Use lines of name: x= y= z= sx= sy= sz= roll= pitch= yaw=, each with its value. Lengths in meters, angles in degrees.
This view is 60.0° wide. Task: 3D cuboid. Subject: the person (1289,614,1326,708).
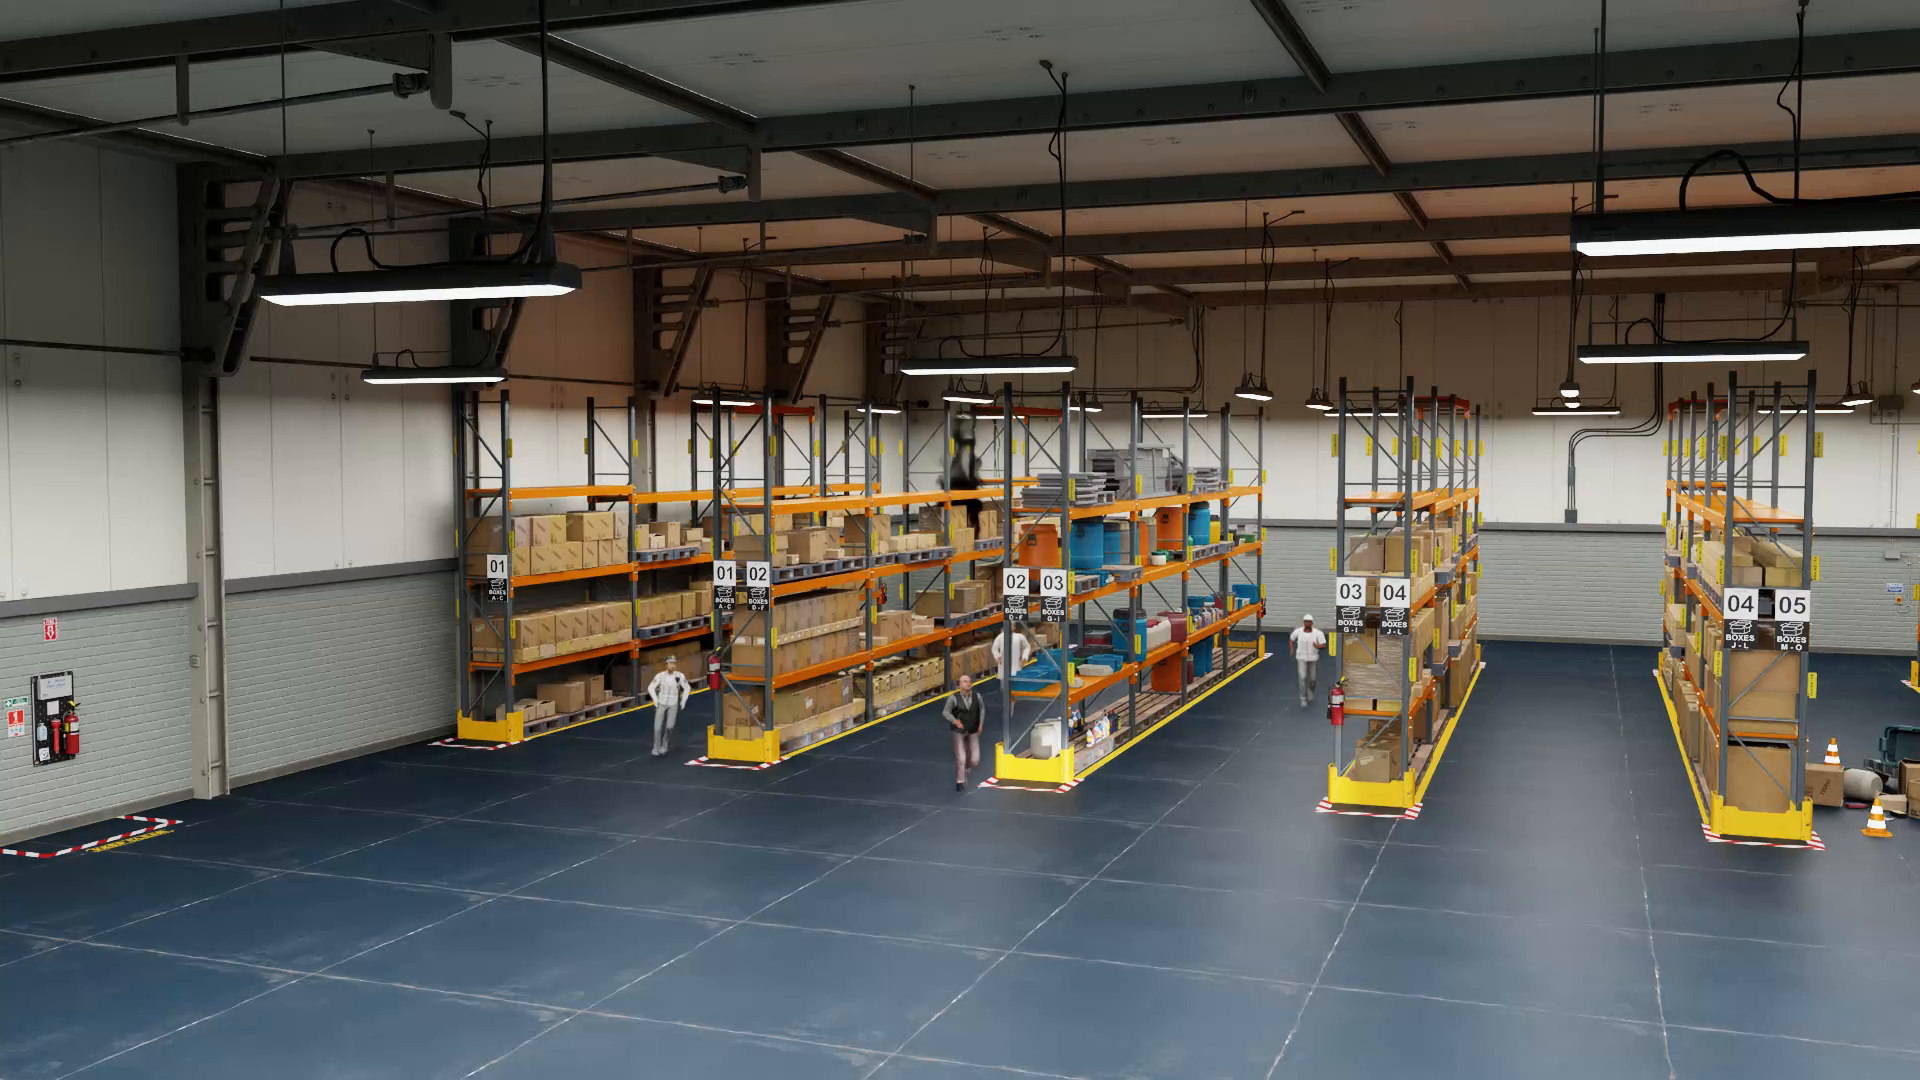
person: x=6.740 y=2.315 z=32.241 sx=0.700 sy=1.754 sz=0.989 roll=1 pitch=3 yaw=10

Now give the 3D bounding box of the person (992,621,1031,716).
person: x=0.959 y=2.400 z=31.365 sx=0.737 sy=1.775 sz=0.836 roll=1 pitch=3 yaw=11

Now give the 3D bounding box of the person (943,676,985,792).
person: x=0.087 y=2.831 z=24.349 sx=0.674 sy=1.691 sz=0.589 roll=-1 pitch=3 yaw=-15

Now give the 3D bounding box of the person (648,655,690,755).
person: x=-4.739 y=2.683 z=27.064 sx=0.679 sy=1.624 sz=0.536 roll=0 pitch=3 yaw=-8
